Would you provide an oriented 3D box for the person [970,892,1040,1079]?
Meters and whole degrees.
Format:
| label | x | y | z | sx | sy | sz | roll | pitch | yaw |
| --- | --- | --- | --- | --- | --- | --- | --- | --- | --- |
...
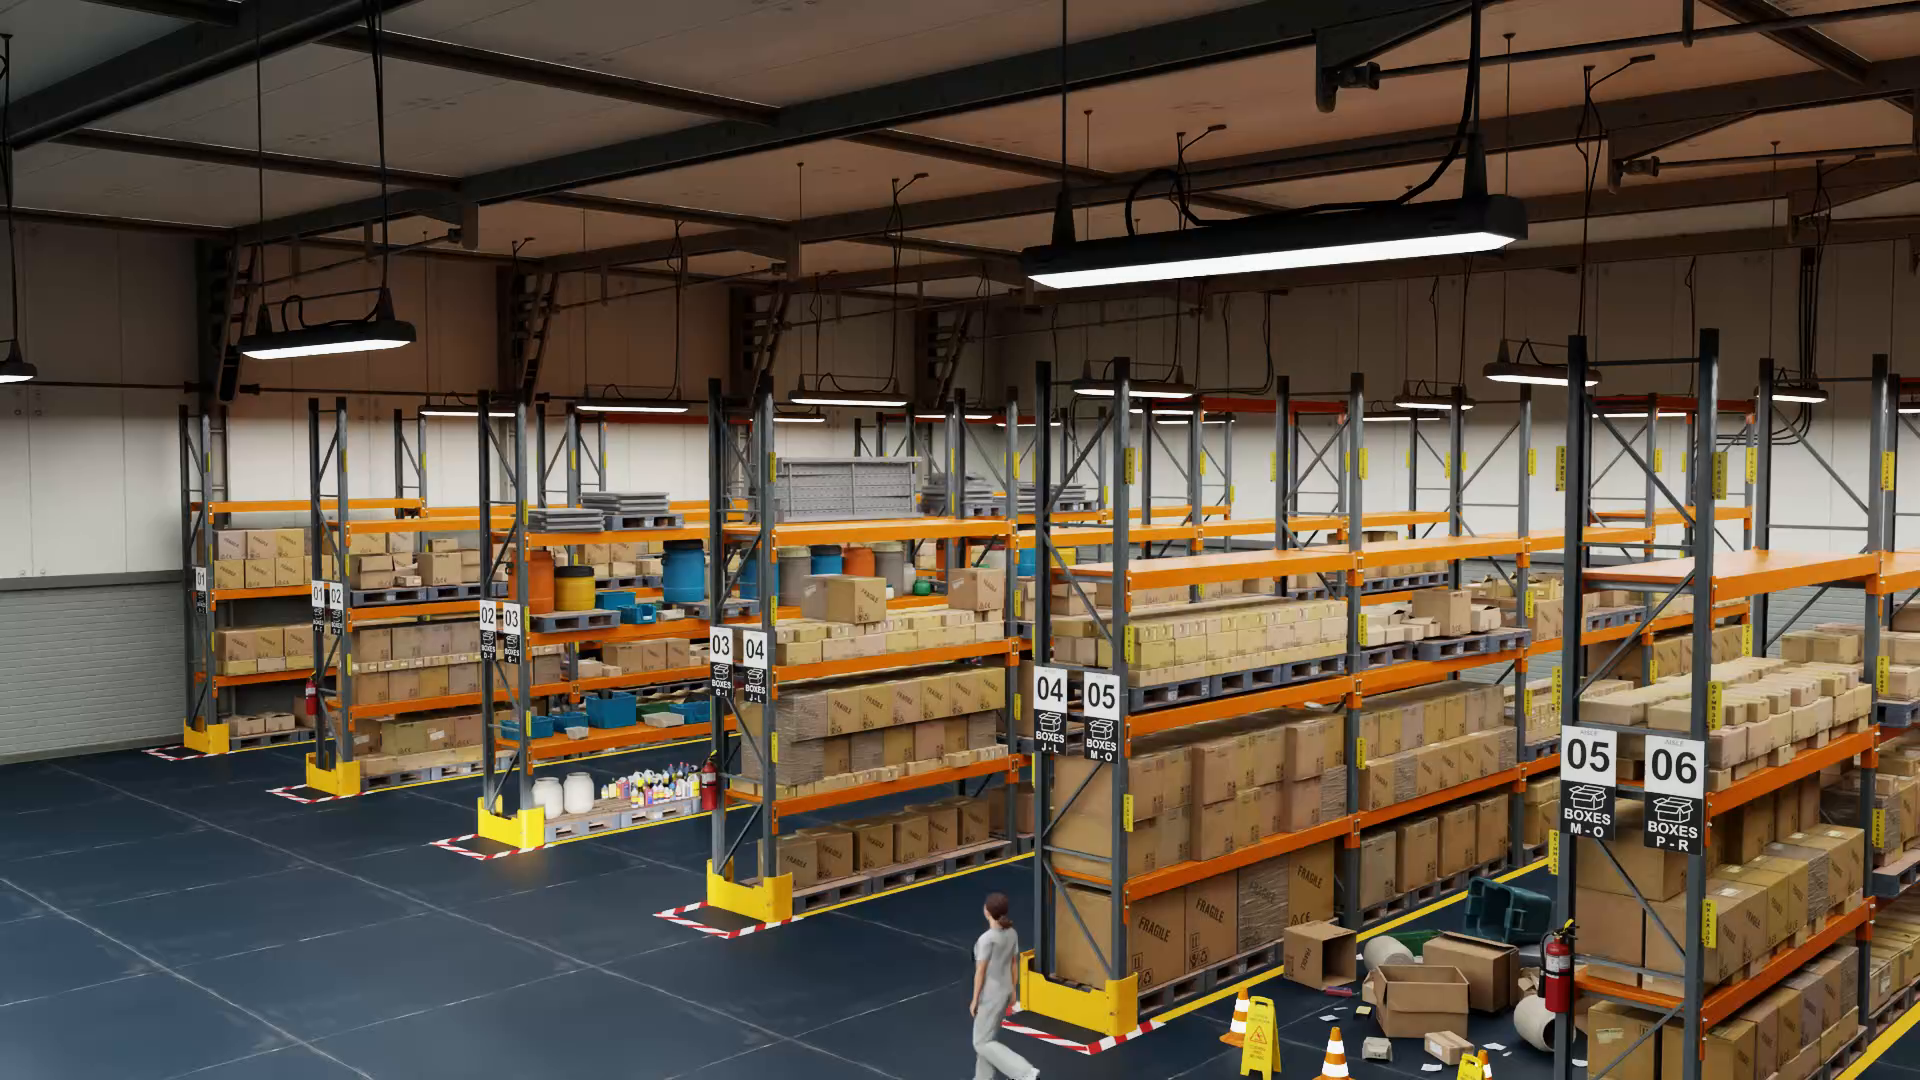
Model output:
| label | x | y | z | sx | sy | sz | roll | pitch | yaw |
| --- | --- | --- | --- | --- | --- | --- | --- | --- | --- |
| person | 0.315 | 3.627 | 13.187 | 0.742 | 1.660 | 0.422 | 1 | 3 | 23 |

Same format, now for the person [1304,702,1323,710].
| label | x | y | z | sx | sy | sz | roll | pitch | yaw |
| --- | --- | --- | --- | --- | --- | --- | --- | --- | --- |
| person | 4.896 | 3.100 | 23.332 | 0.425 | 1.662 | 0.503 | 1 | 3 | 21 |

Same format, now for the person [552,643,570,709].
| label | x | y | z | sx | sy | sz | roll | pitch | yaw |
| --- | --- | --- | --- | --- | --- | --- | --- | --- | --- |
| person | -7.626 | 2.694 | 32.128 | 0.581 | 1.642 | 0.440 | 0 | 3 | -8 |
